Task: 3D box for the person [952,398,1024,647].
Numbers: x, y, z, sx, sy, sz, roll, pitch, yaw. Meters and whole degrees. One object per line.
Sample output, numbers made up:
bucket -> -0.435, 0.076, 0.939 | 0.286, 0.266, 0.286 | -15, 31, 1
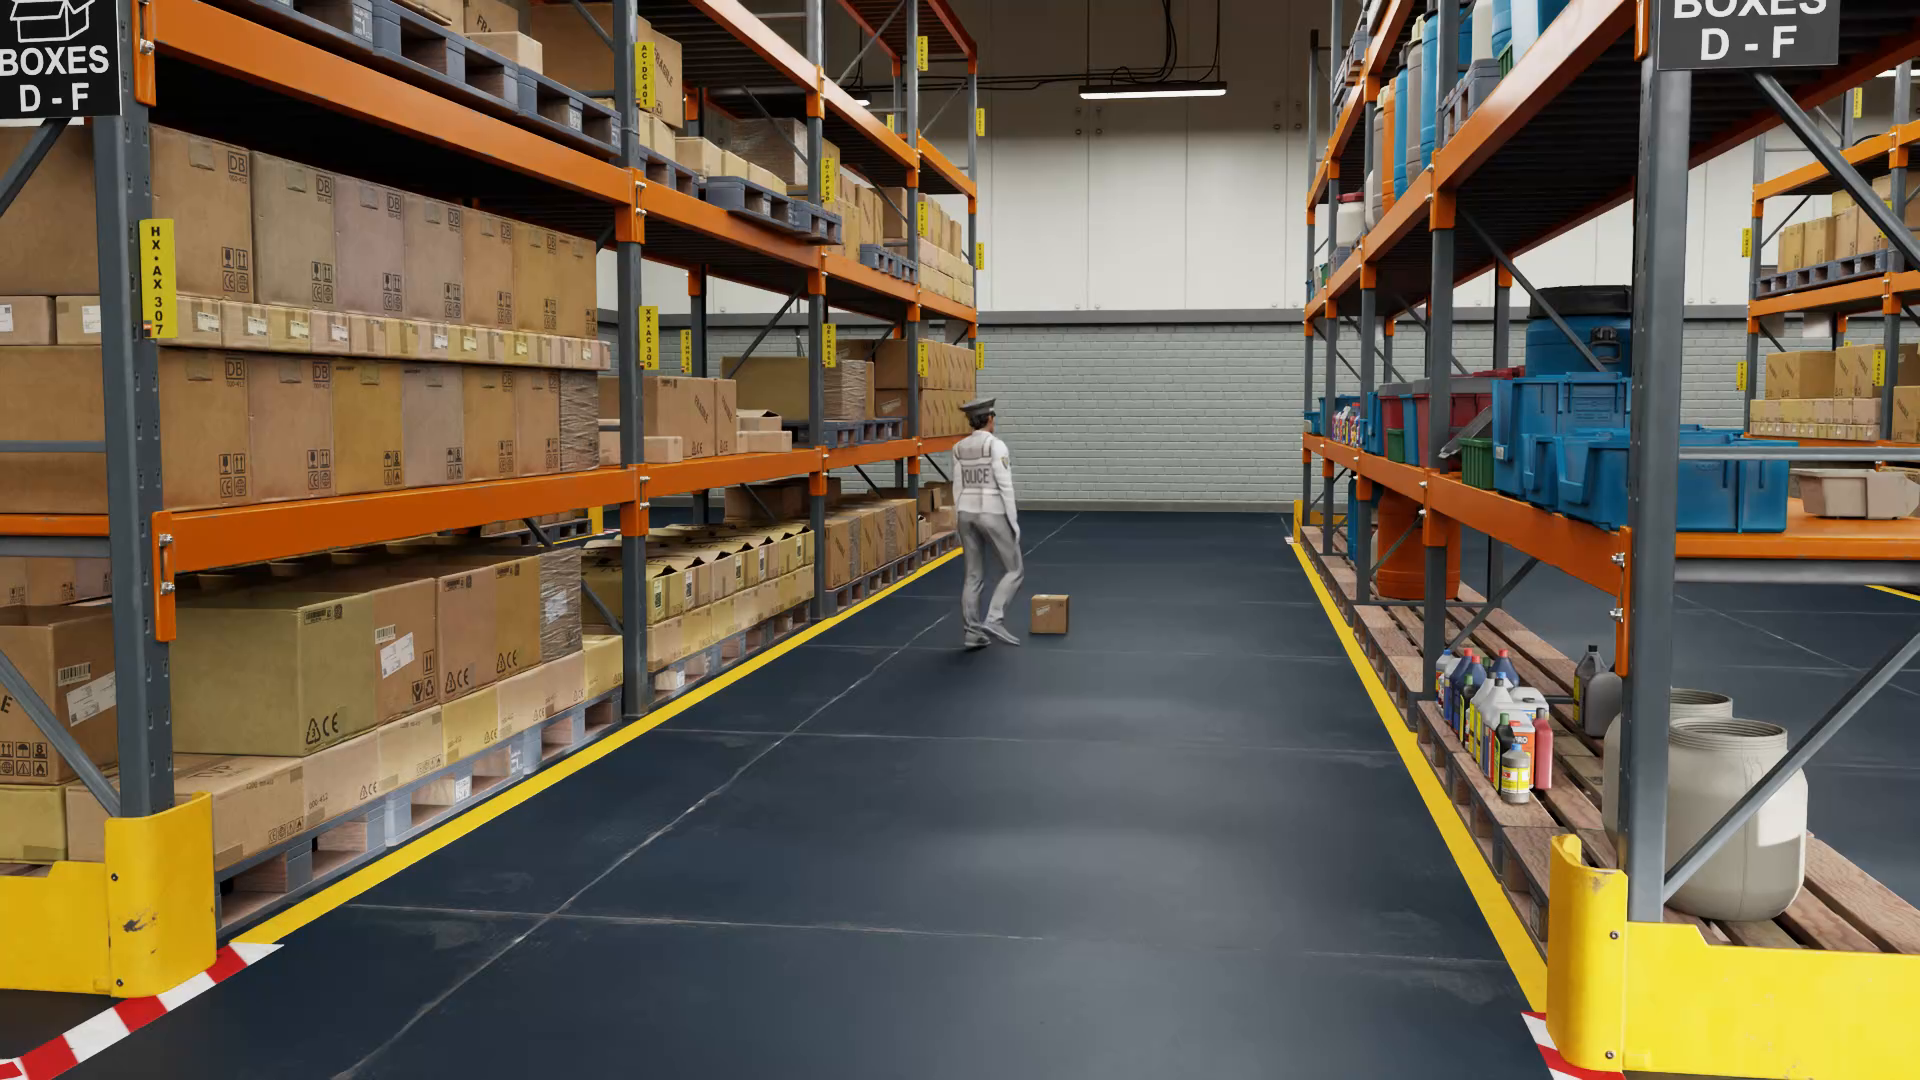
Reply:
person -> 0.173, -0.110, 11.046 | 0.609, 1.667, 0.421 | 4, 6, 41
